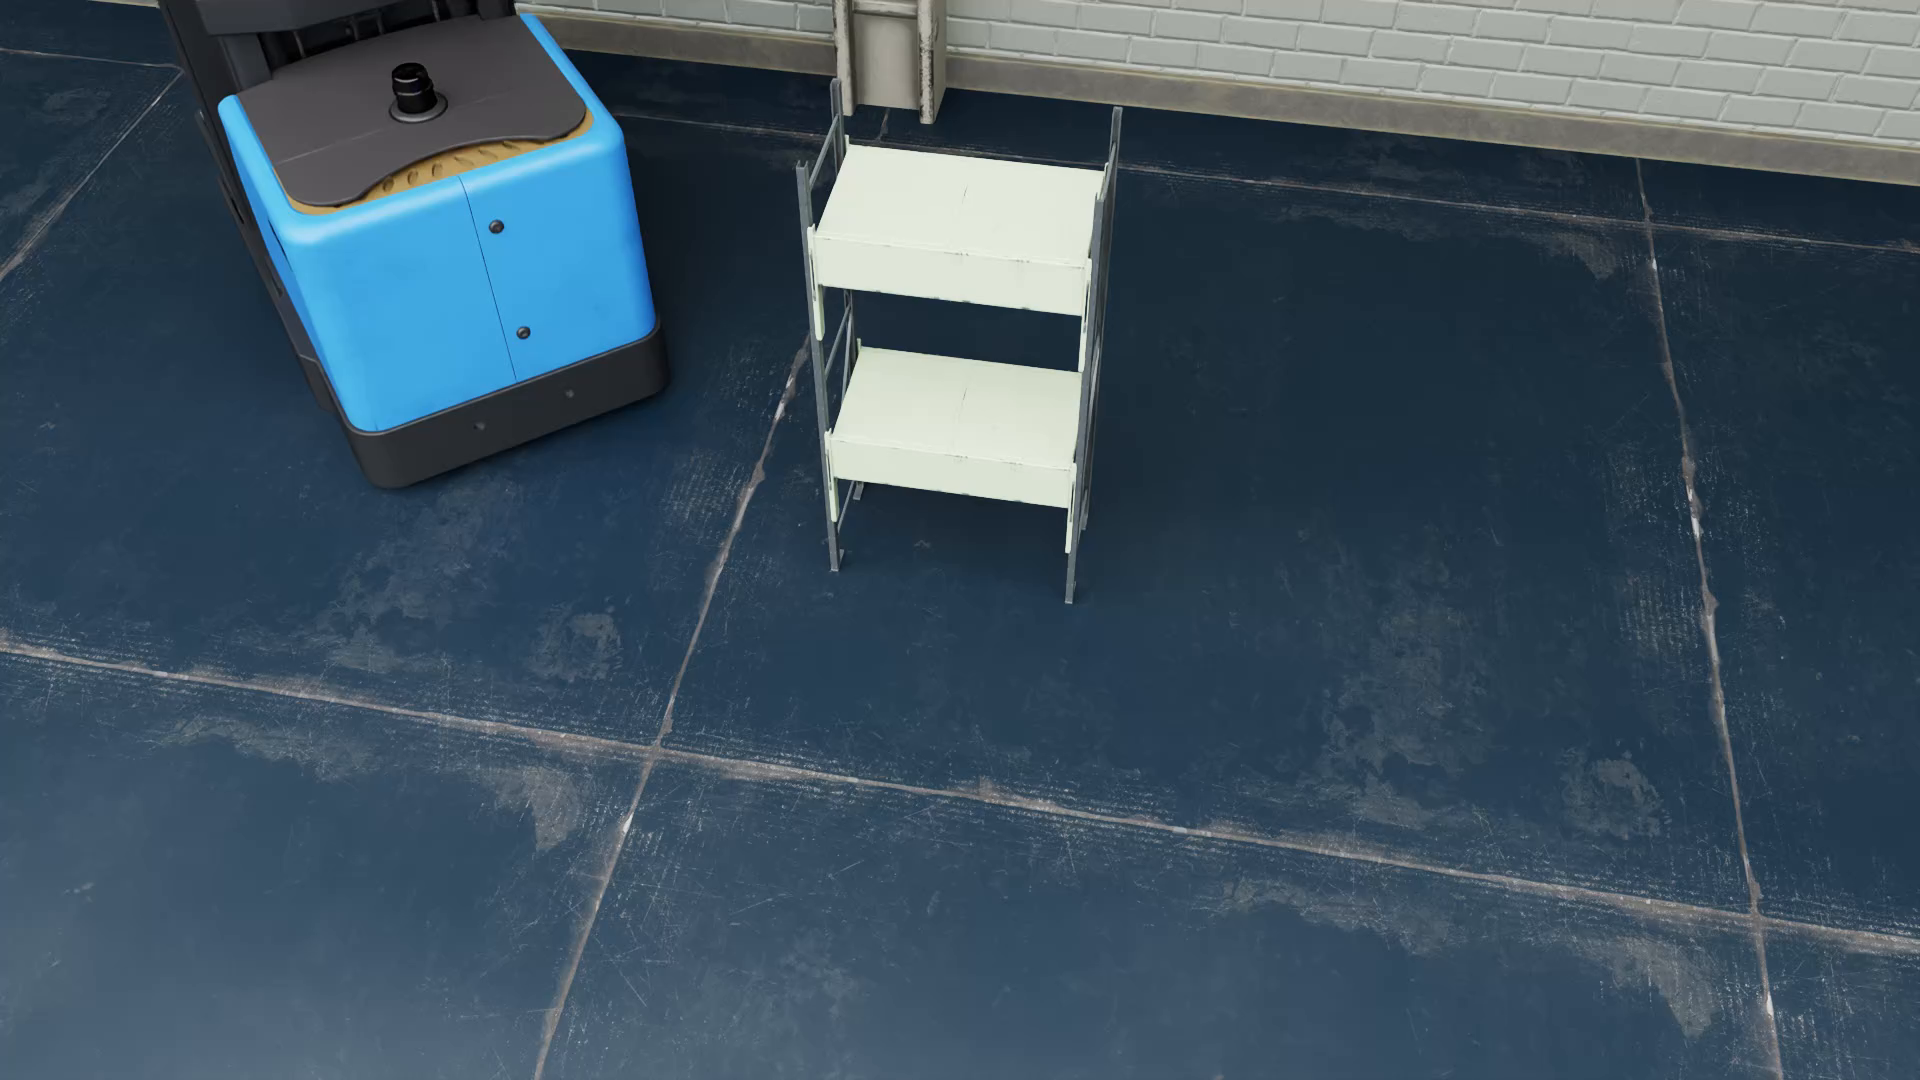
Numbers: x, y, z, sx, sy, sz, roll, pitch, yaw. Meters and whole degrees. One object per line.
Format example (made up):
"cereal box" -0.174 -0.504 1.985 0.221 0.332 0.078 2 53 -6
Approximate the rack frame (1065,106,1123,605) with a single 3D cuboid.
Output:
"rack frame" 0.367 -0.452 4.648 0.023 1.500 0.400 8 49 7

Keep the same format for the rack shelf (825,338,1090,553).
"rack shelf" 0.007 -0.283 4.934 0.720 0.370 0.431 8 49 7

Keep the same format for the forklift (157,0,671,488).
"forklift" -2.158 -2.236 5.289 1.130 2.935 3.031 -23 52 -20

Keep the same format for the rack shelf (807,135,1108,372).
"rack shelf" 0.007 -0.761 4.401 0.720 0.370 0.431 8 49 7

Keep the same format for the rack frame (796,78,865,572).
"rack frame" -0.354 -0.549 4.735 0.023 1.500 0.400 8 49 7

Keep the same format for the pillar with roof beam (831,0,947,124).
"pillar with roof beam" -1.042 -1.689 0.718 0.400 9.000 9.100 8 49 7

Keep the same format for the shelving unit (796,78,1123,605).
"shelving unit" 0.007 -0.500 4.691 0.755 1.500 0.431 8 49 7
